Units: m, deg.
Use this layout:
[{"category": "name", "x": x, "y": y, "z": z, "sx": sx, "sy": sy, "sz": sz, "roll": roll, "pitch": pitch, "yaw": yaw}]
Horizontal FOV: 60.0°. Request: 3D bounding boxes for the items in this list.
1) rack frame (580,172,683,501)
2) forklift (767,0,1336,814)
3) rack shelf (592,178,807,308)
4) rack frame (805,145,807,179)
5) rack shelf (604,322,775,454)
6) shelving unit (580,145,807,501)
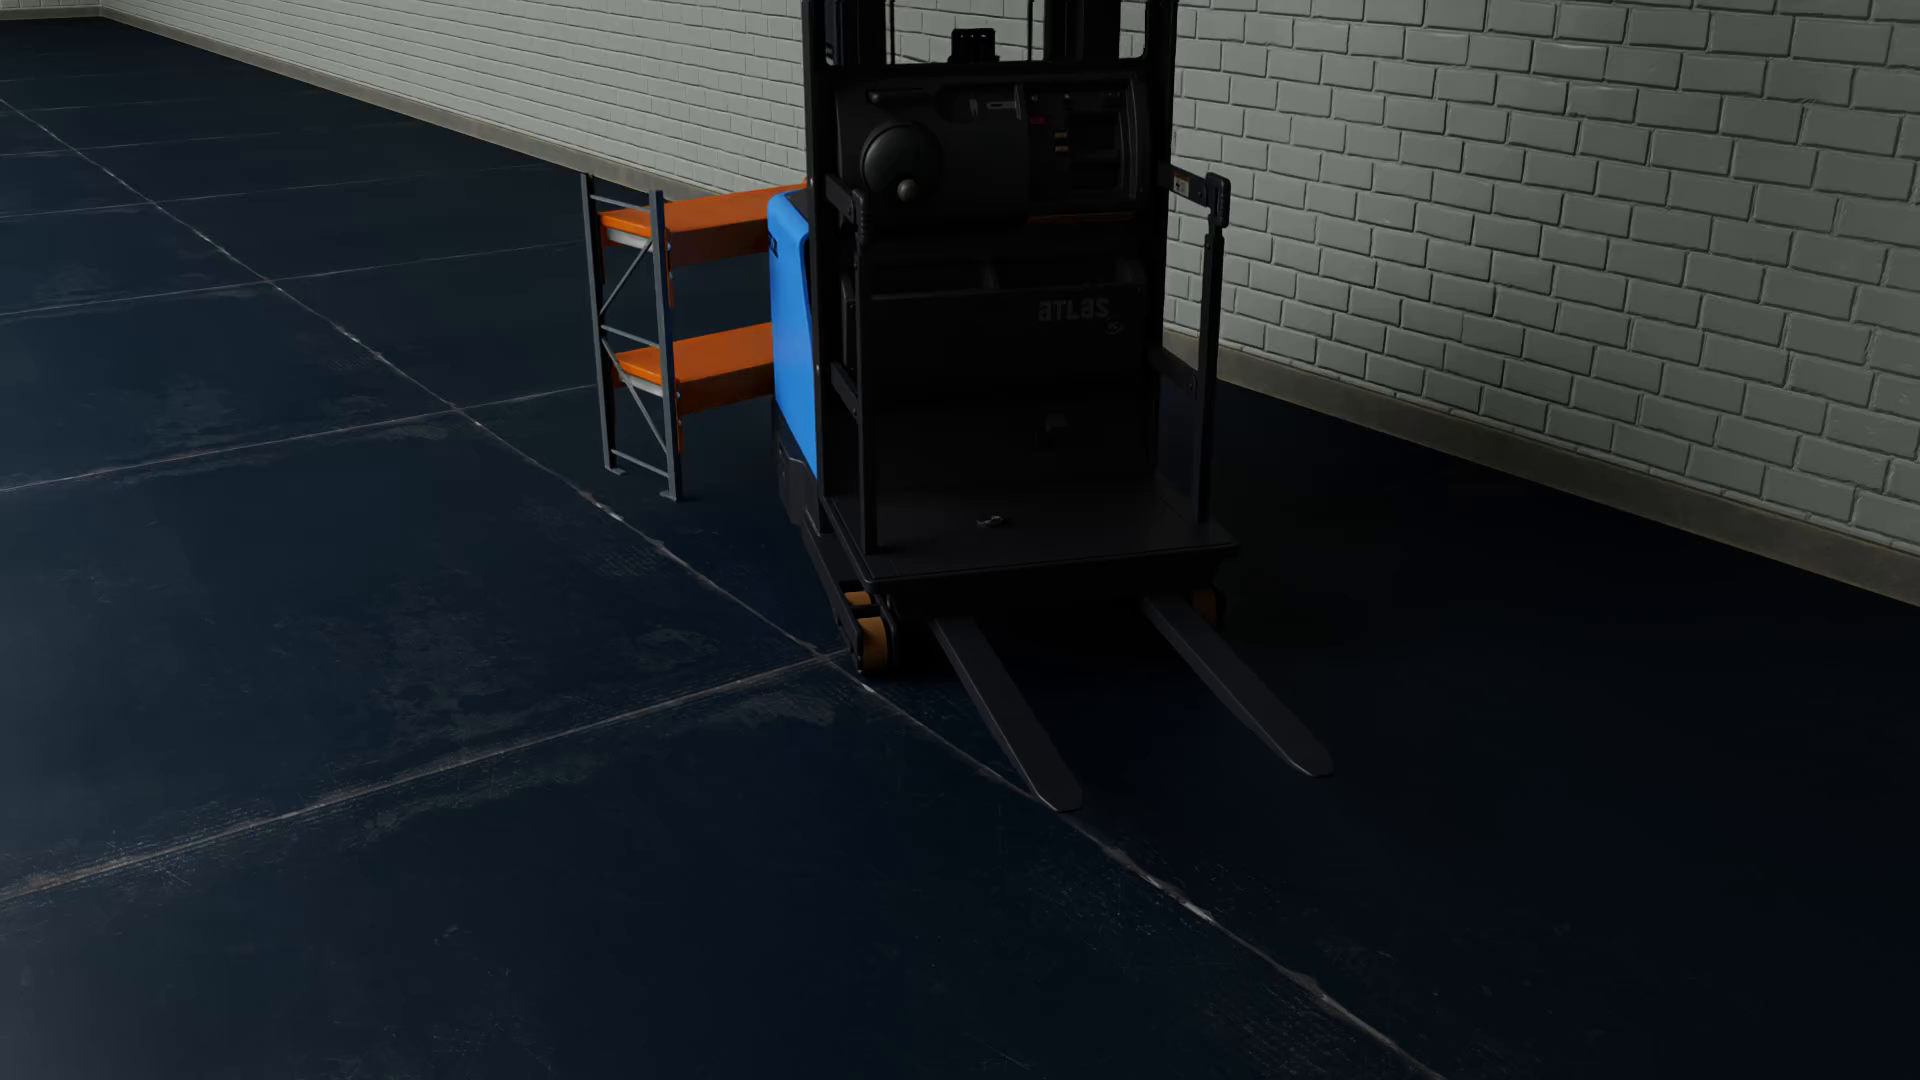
[{"category": "rack frame", "x": -1.193, "y": -0.737, "z": 6.049, "sx": 0.032, "sy": 1.125, "sz": 0.500, "roll": -19, "pitch": 28, "yaw": -39}, {"category": "forklift", "x": 0.157, "y": -1.135, "z": 4.611, "sx": 1.130, "sy": 2.935, "sz": 3.031, "roll": -5, "pitch": 22, "yaw": -13}, {"category": "rack shelf", "x": -0.817, "y": -1.135, "z": 6.258, "sx": 1.000, "sy": 0.278, "sz": 0.538, "roll": -19, "pitch": 28, "yaw": -39}, {"category": "rack frame", "x": -0.440, "y": -0.990, "z": 6.684, "sx": 0.032, "sy": 1.125, "sz": 0.500, "roll": -19, "pitch": 28, "yaw": -39}, {"category": "rack shelf", "x": -0.817, "y": -0.636, "z": 6.457, "sx": 1.000, "sy": 0.278, "sz": 0.538, "roll": -19, "pitch": 28, "yaw": -39}, {"category": "shelving unit", "x": -0.817, "y": -0.863, "z": 6.367, "sx": 1.048, "sy": 1.125, "sz": 0.538, "roll": -19, "pitch": 28, "yaw": -39}]
